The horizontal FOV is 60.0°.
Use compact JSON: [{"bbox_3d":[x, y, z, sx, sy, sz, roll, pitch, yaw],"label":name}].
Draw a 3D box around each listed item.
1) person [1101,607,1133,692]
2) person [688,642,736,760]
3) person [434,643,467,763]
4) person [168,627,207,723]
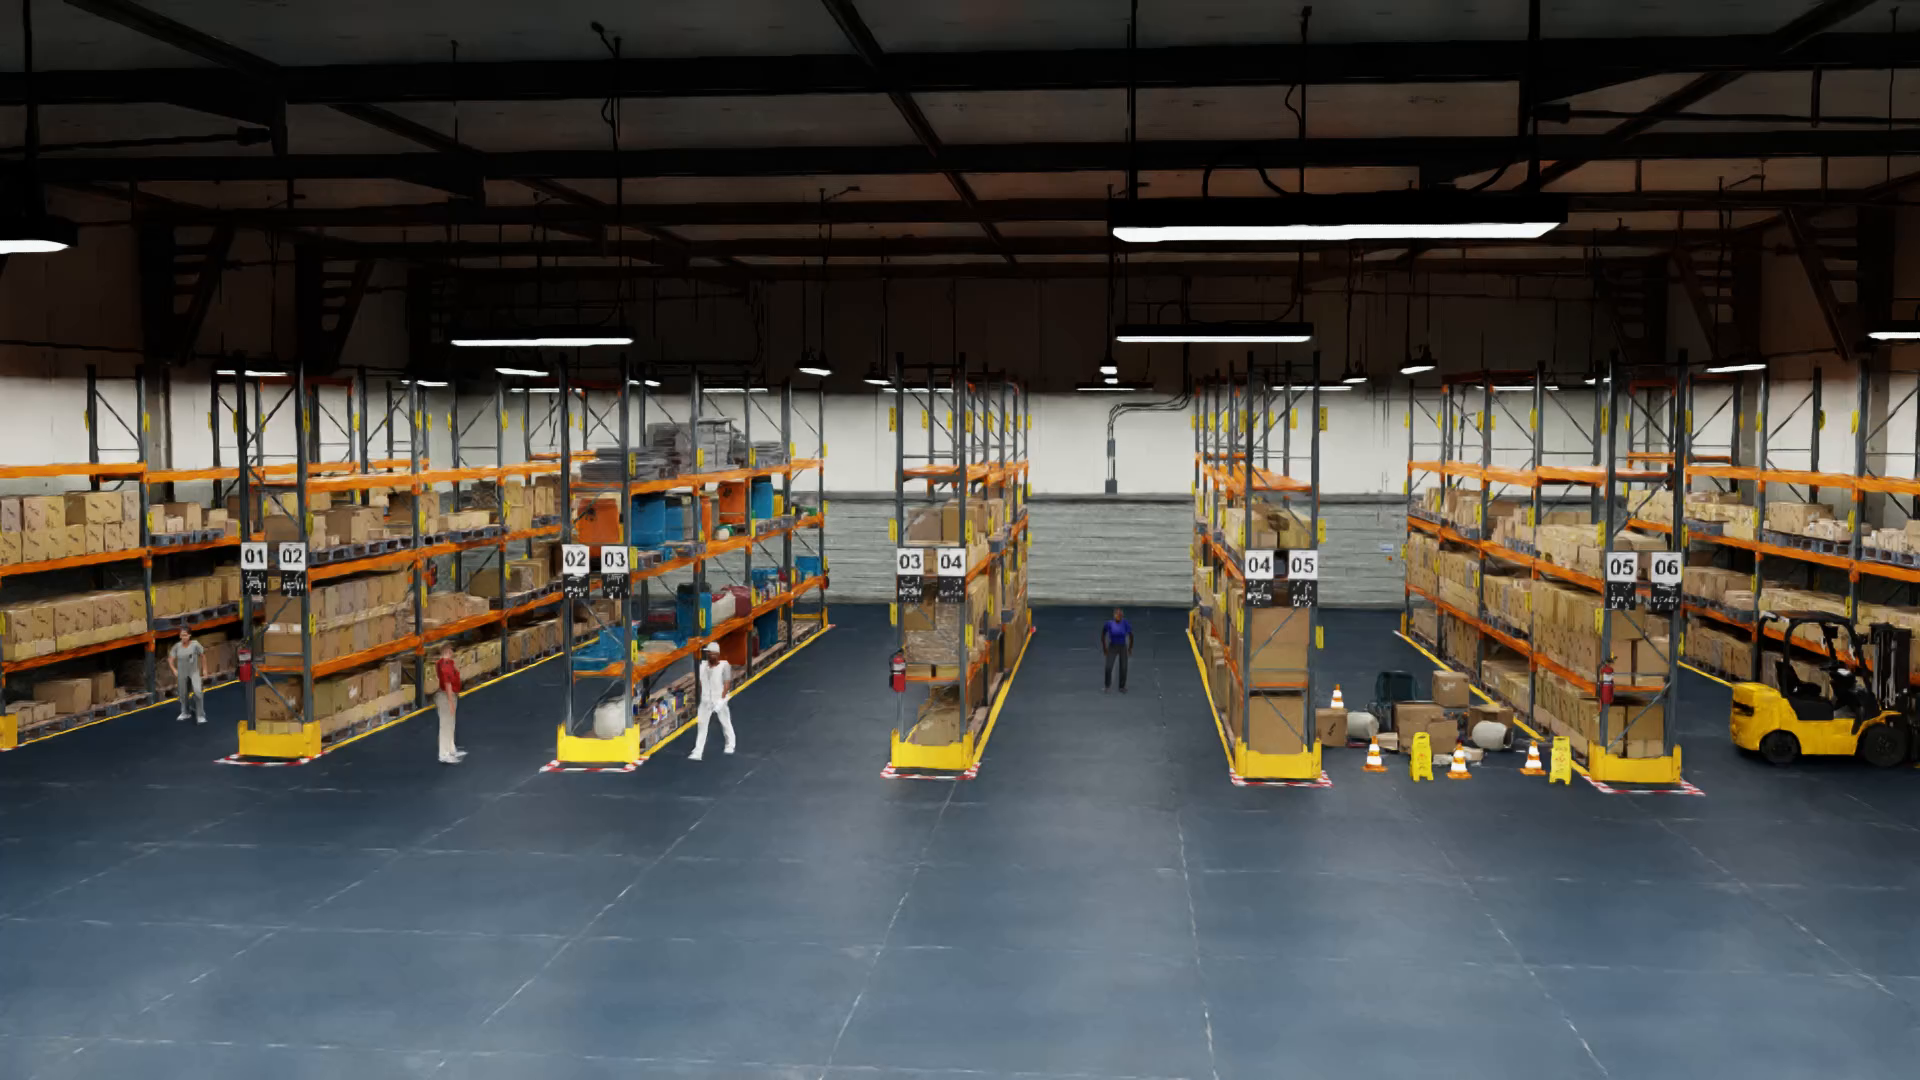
[{"bbox_3d":[2.910,2.022,30.785,0.592,1.604,0.513,0,4,3],"label":"person"},{"bbox_3d":[-3.654,2.375,24.702,0.552,1.724,1.036,1,4,14],"label":"person"},{"bbox_3d":[-7.518,2.381,24.562,0.450,1.737,0.595,-2,4,-25],"label":"person"},{"bbox_3d":[-12.810,2.225,27.670,0.612,1.604,0.811,-1,4,-13],"label":"person"}]
